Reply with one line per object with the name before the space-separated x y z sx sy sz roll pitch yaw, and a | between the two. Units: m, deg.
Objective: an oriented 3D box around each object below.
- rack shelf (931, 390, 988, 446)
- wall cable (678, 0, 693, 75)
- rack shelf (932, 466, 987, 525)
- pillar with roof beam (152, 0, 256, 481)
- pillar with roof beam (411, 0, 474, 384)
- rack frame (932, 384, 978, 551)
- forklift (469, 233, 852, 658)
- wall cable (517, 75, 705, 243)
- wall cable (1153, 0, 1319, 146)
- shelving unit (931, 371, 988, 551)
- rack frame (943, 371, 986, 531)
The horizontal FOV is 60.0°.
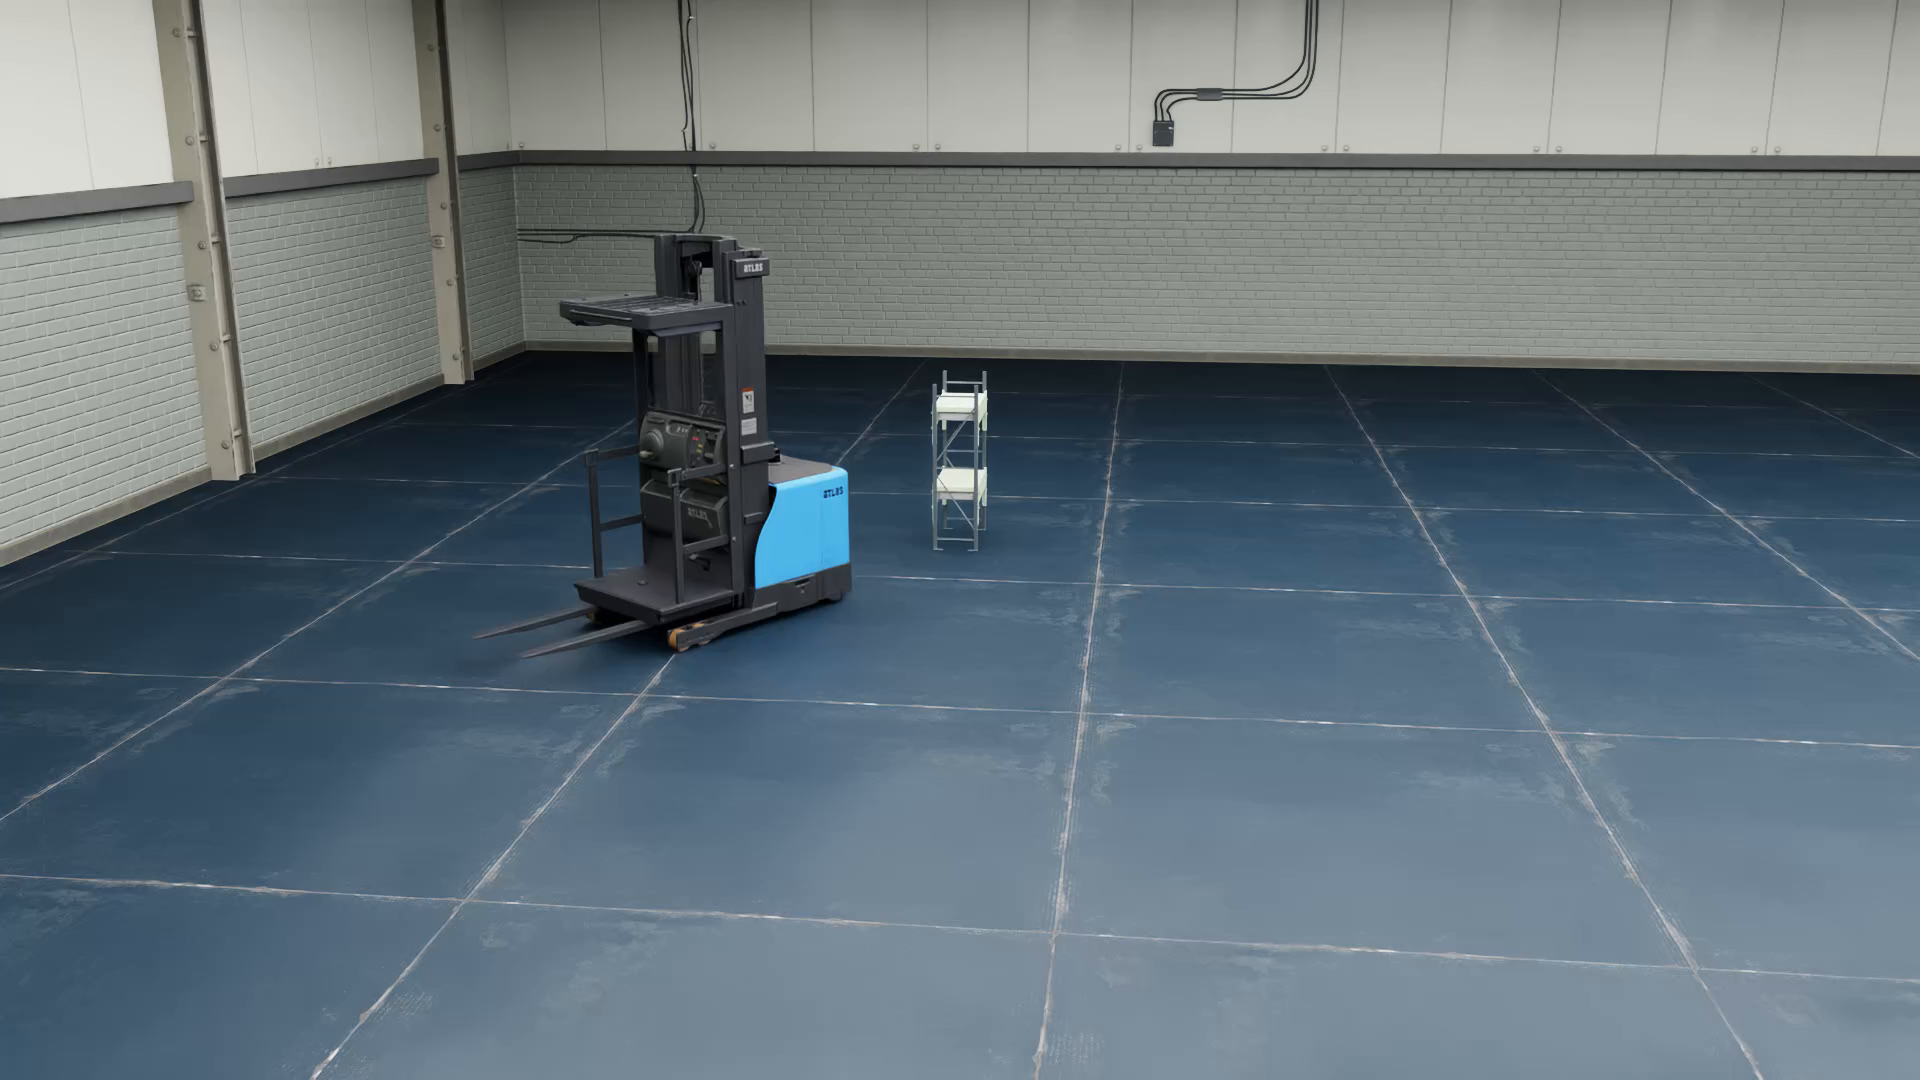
rack shelf | 0.001 -1.102 14.959 0.431 0.370 0.720 2 15 6
wall cable | -2.766 -8.170 24.497 3.097 2.526 0.112 2 15 6
rack shelf | 0.001 -0.411 15.146 0.431 0.370 0.720 2 15 6
pillar with roof beam | -3.499 -4.902 16.140 9.100 9.000 0.400 2 15 6
pillar with roof beam | -2.822 -6.458 21.895 9.100 9.000 0.400 2 15 6
rack frame | -0.041 -0.631 14.710 0.400 1.500 0.023 2 15 6
forklift | -2.238 -0.745 12.390 1.130 2.935 3.031 13 20 40
wall cable | -5.454 -5.811 25.451 3.097 2.526 0.112 2 15 6
wall cable | 3.977 -8.668 23.552 2.305 6.003 0.169 2 15 6
shelving unit | 0.001 -0.726 15.061 0.431 1.500 0.755 2 15 6
rack frame | 0.042 -0.821 15.412 0.400 1.500 0.023 2 15 6
